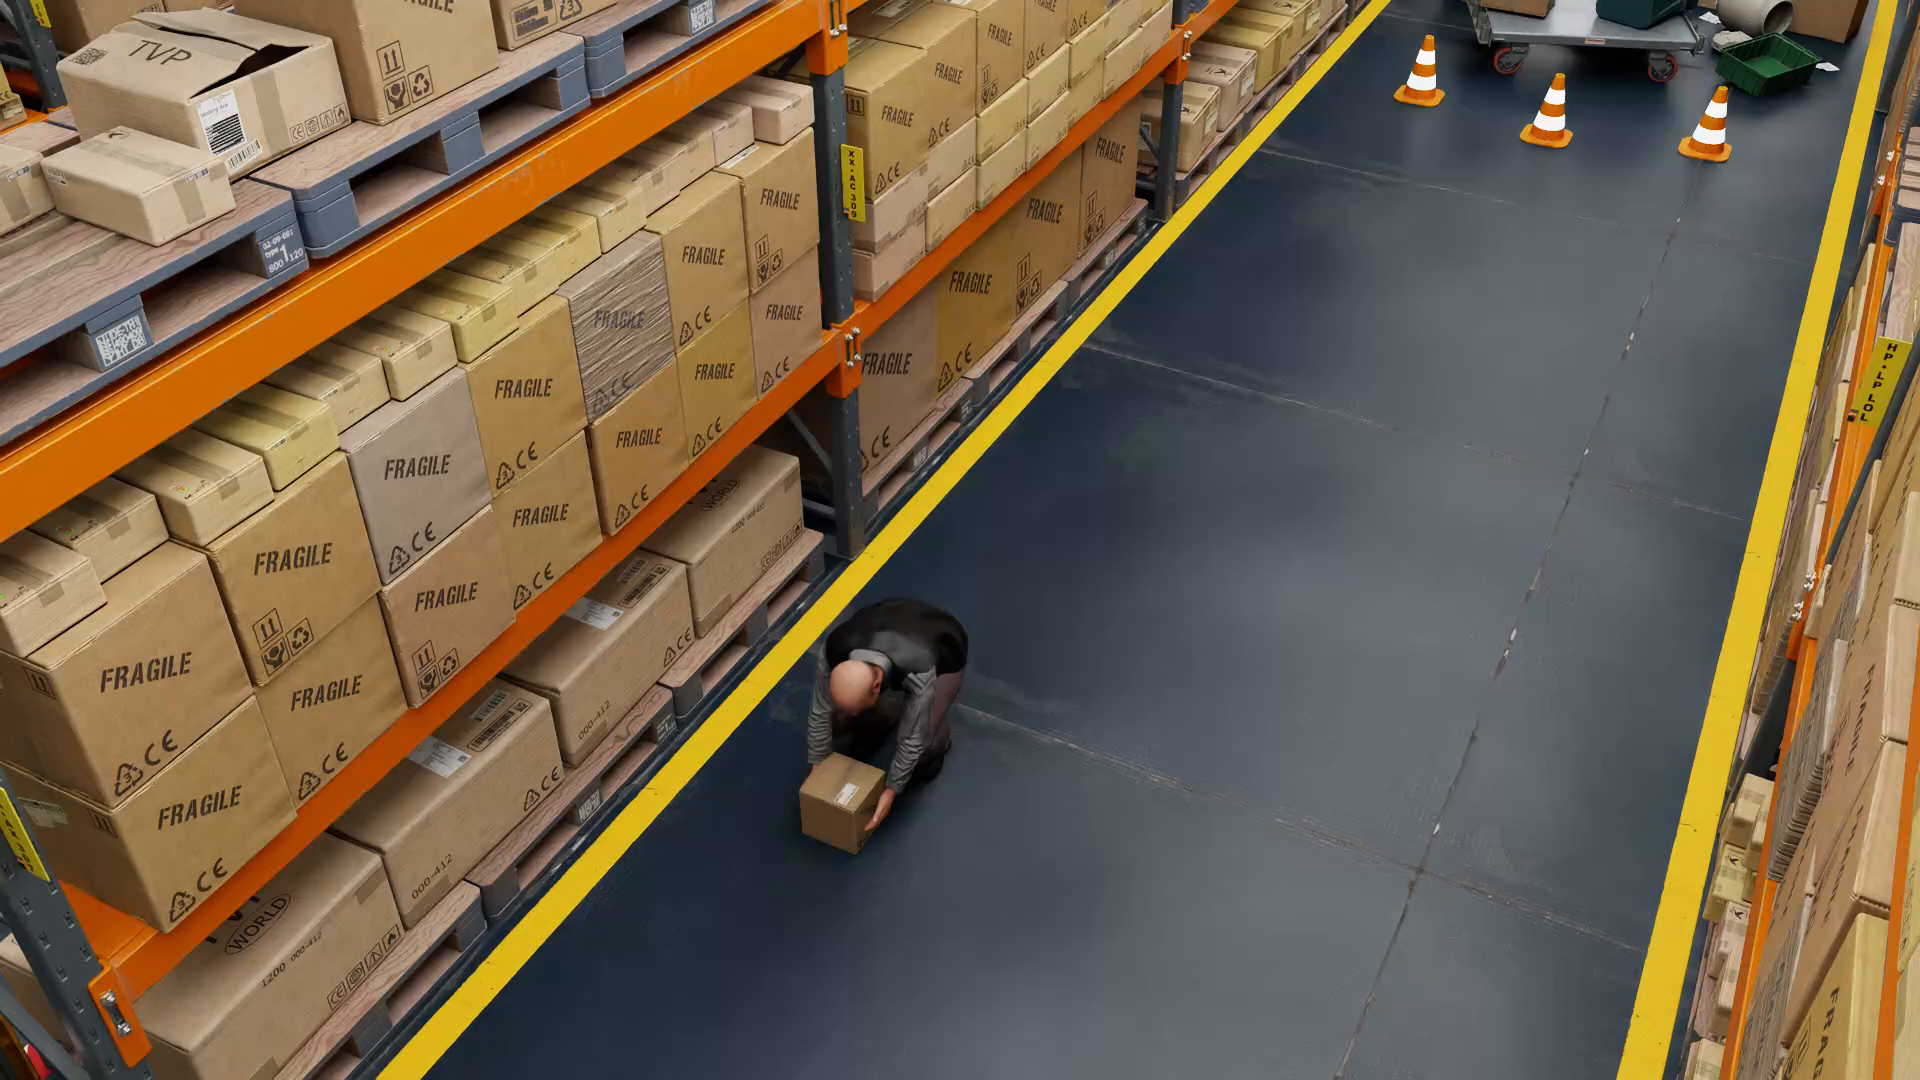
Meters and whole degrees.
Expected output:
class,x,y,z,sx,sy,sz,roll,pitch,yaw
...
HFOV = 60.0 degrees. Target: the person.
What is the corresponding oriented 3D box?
class,x,y,z,sx,sy,sz,roll,pitch,yaw
person,-0.287,0.614,6.673,0.538,0.876,0.871,18,41,22
